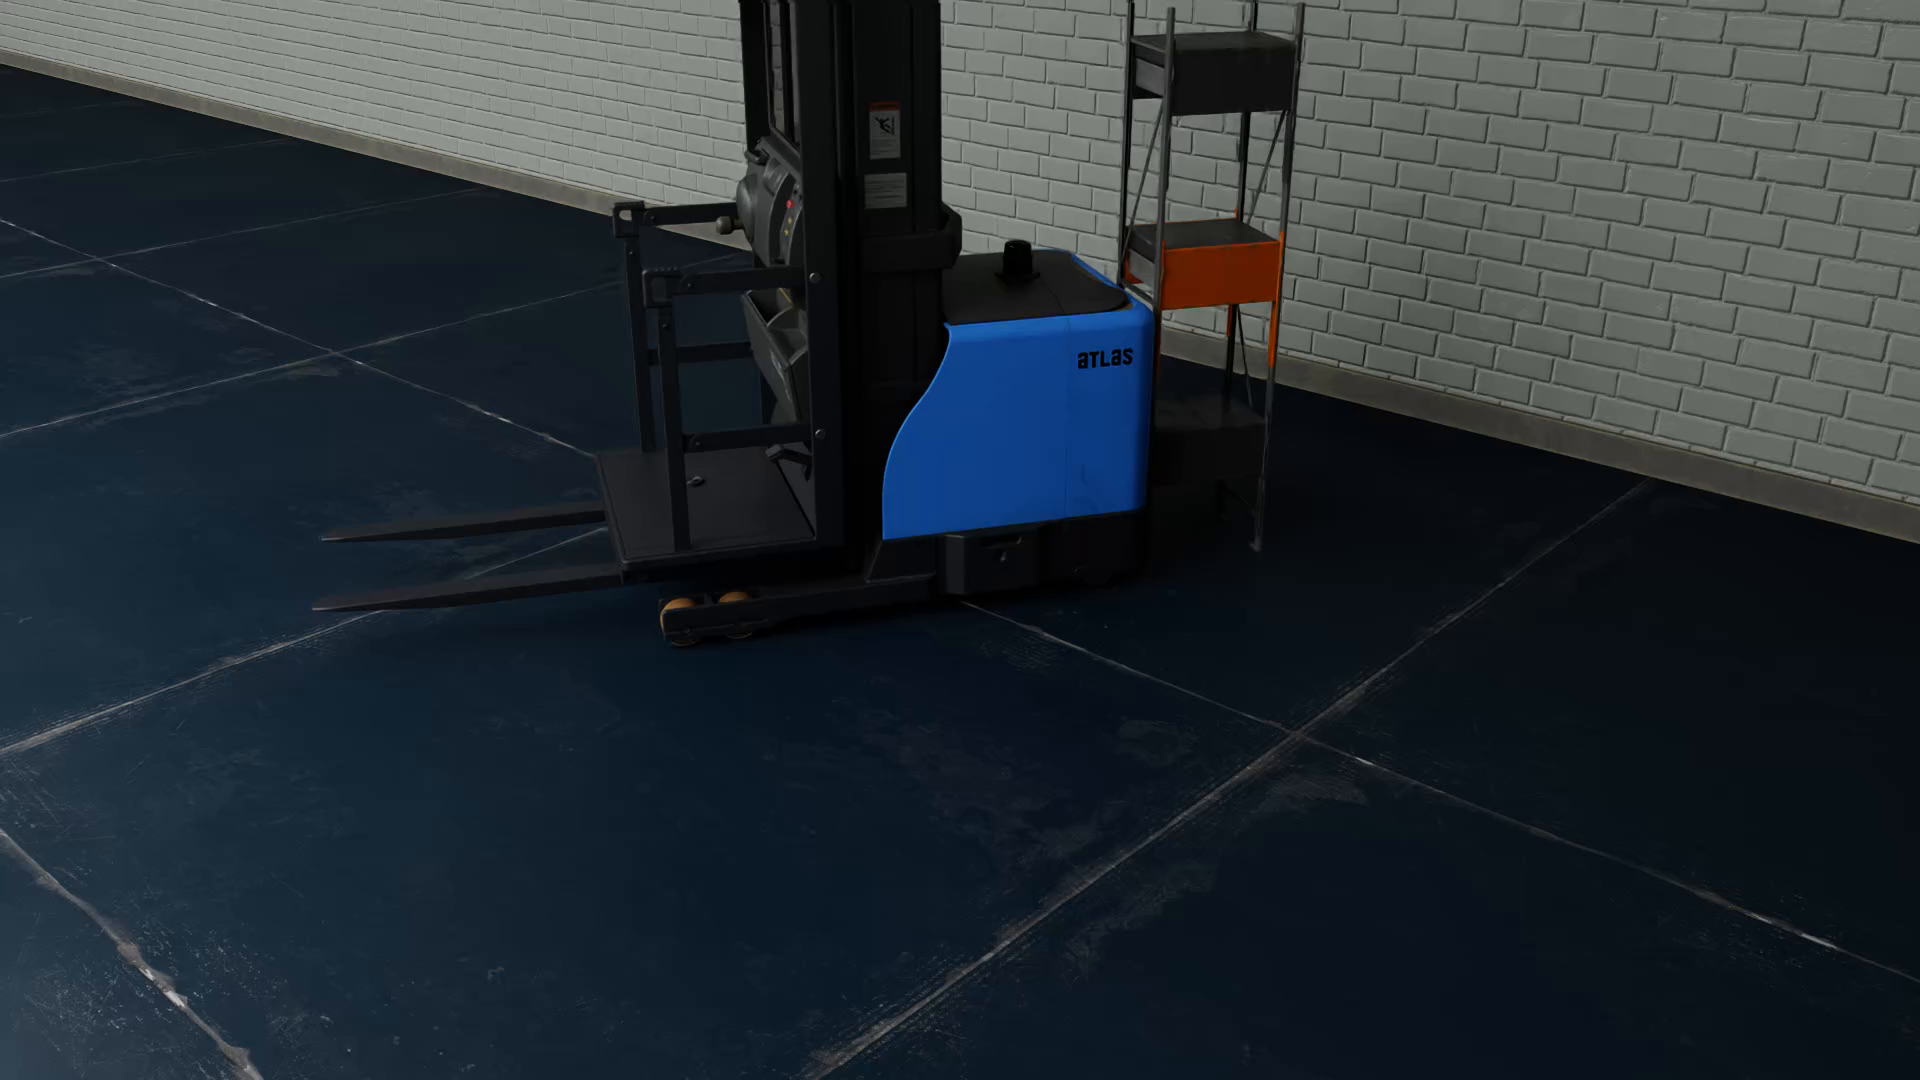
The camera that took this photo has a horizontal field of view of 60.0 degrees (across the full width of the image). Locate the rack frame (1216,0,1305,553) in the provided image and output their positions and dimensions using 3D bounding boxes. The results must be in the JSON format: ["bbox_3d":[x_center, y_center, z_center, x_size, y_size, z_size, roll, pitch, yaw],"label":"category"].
[{"bbox_3d":[1.138,-0.986,6.383,0.015,2.100,0.400,-7,25,-15],"label":"rack frame"}]

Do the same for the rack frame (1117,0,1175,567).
[{"bbox_3d":[0.670,-0.930,6.257,0.015,2.100,0.400,-7,25,-15],"label":"rack frame"}]

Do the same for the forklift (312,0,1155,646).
[{"bbox_3d":[-0.854,-1.201,5.847,3.031,2.935,1.130,-7,25,-15],"label":"forklift"}]

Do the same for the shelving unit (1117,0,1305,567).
[{"bbox_3d":[0.904,-0.958,6.320,0.503,2.100,0.431,-7,25,-15],"label":"shelving unit"}]

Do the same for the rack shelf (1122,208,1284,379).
[{"bbox_3d":[0.904,-0.946,6.326,0.480,0.518,0.431,-7,25,-15],"label":"rack shelf"}]

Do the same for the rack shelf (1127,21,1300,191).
[{"bbox_3d":[0.904,-1.584,6.039,0.480,0.518,0.431,-7,25,-15],"label":"rack shelf"}]

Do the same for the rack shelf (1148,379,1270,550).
[{"bbox_3d":[0.904,-0.307,6.612,0.480,0.518,0.431,-7,25,-15],"label":"rack shelf"}]
